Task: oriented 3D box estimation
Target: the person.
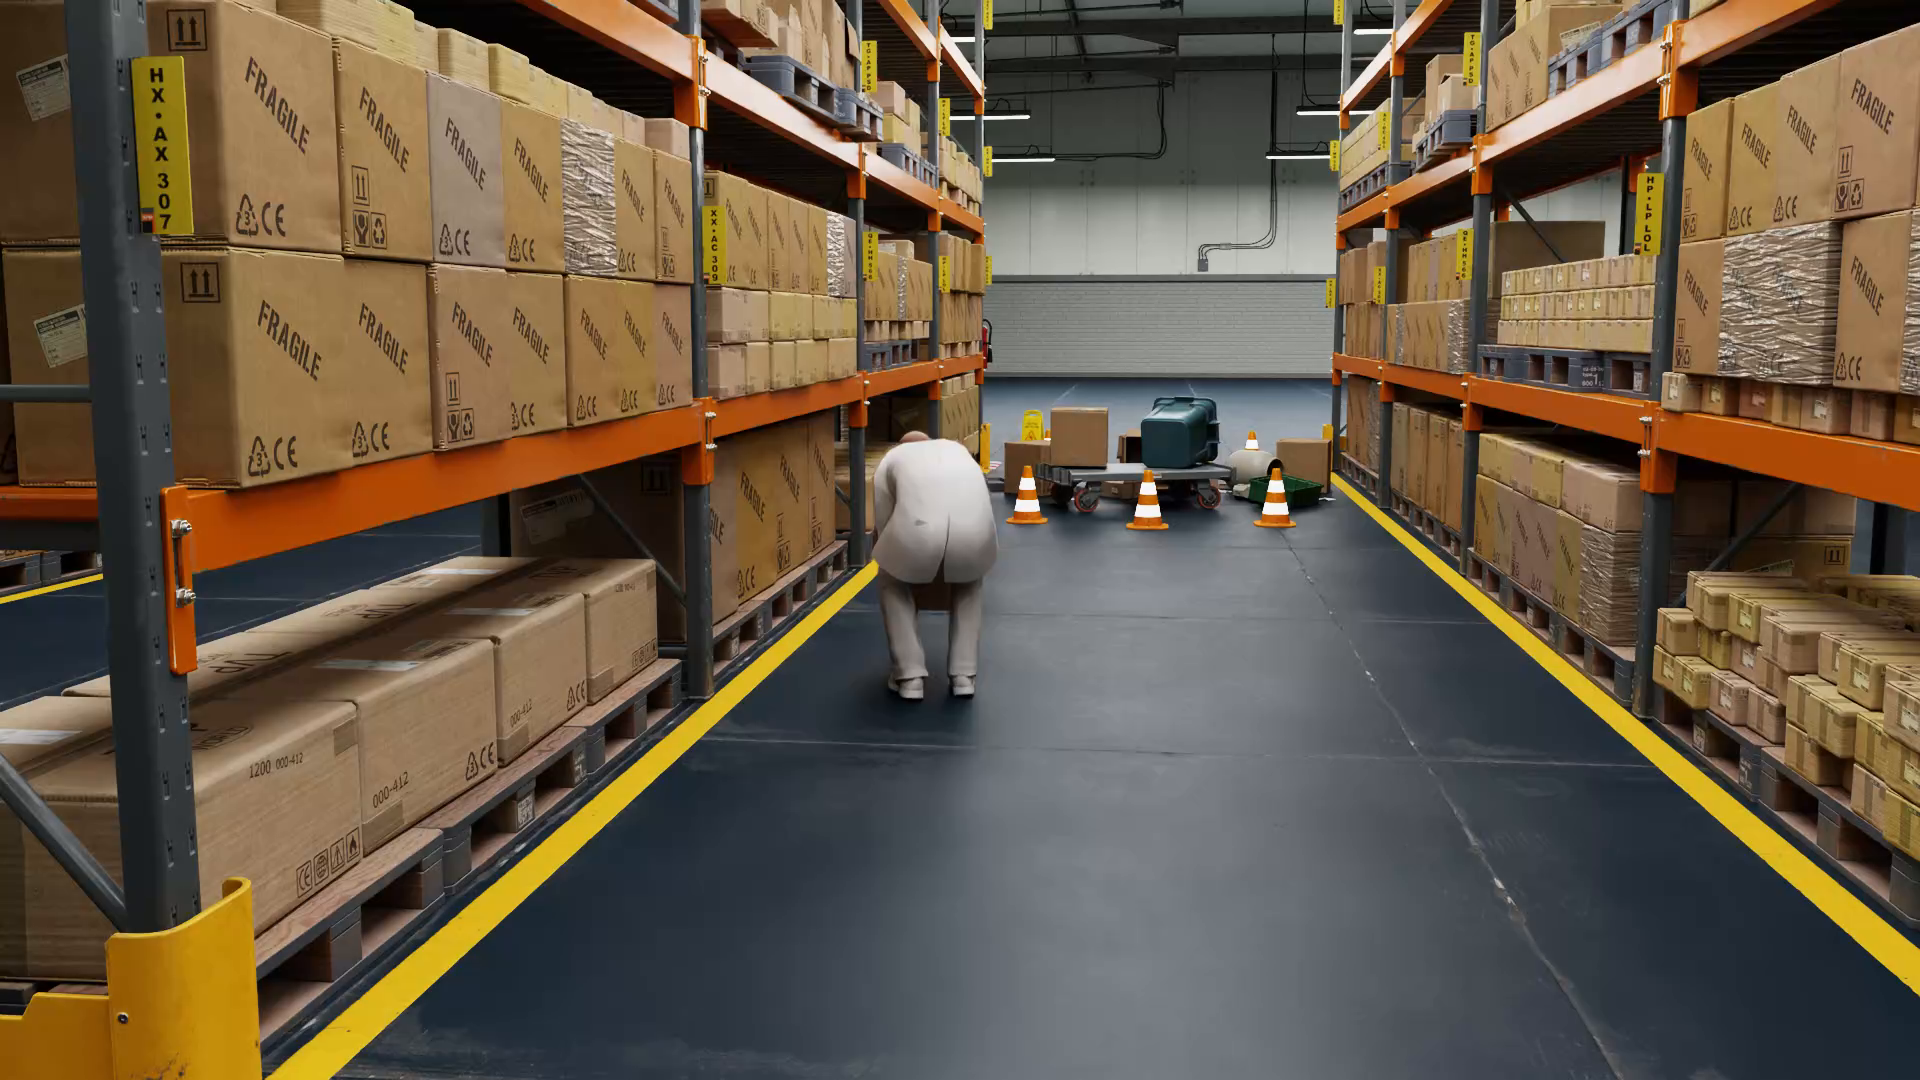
[{"bbox_3d":[-0.122,0.097,7.558,0.555,1.142,0.936,-1,8,-10],"label":"person"}]
